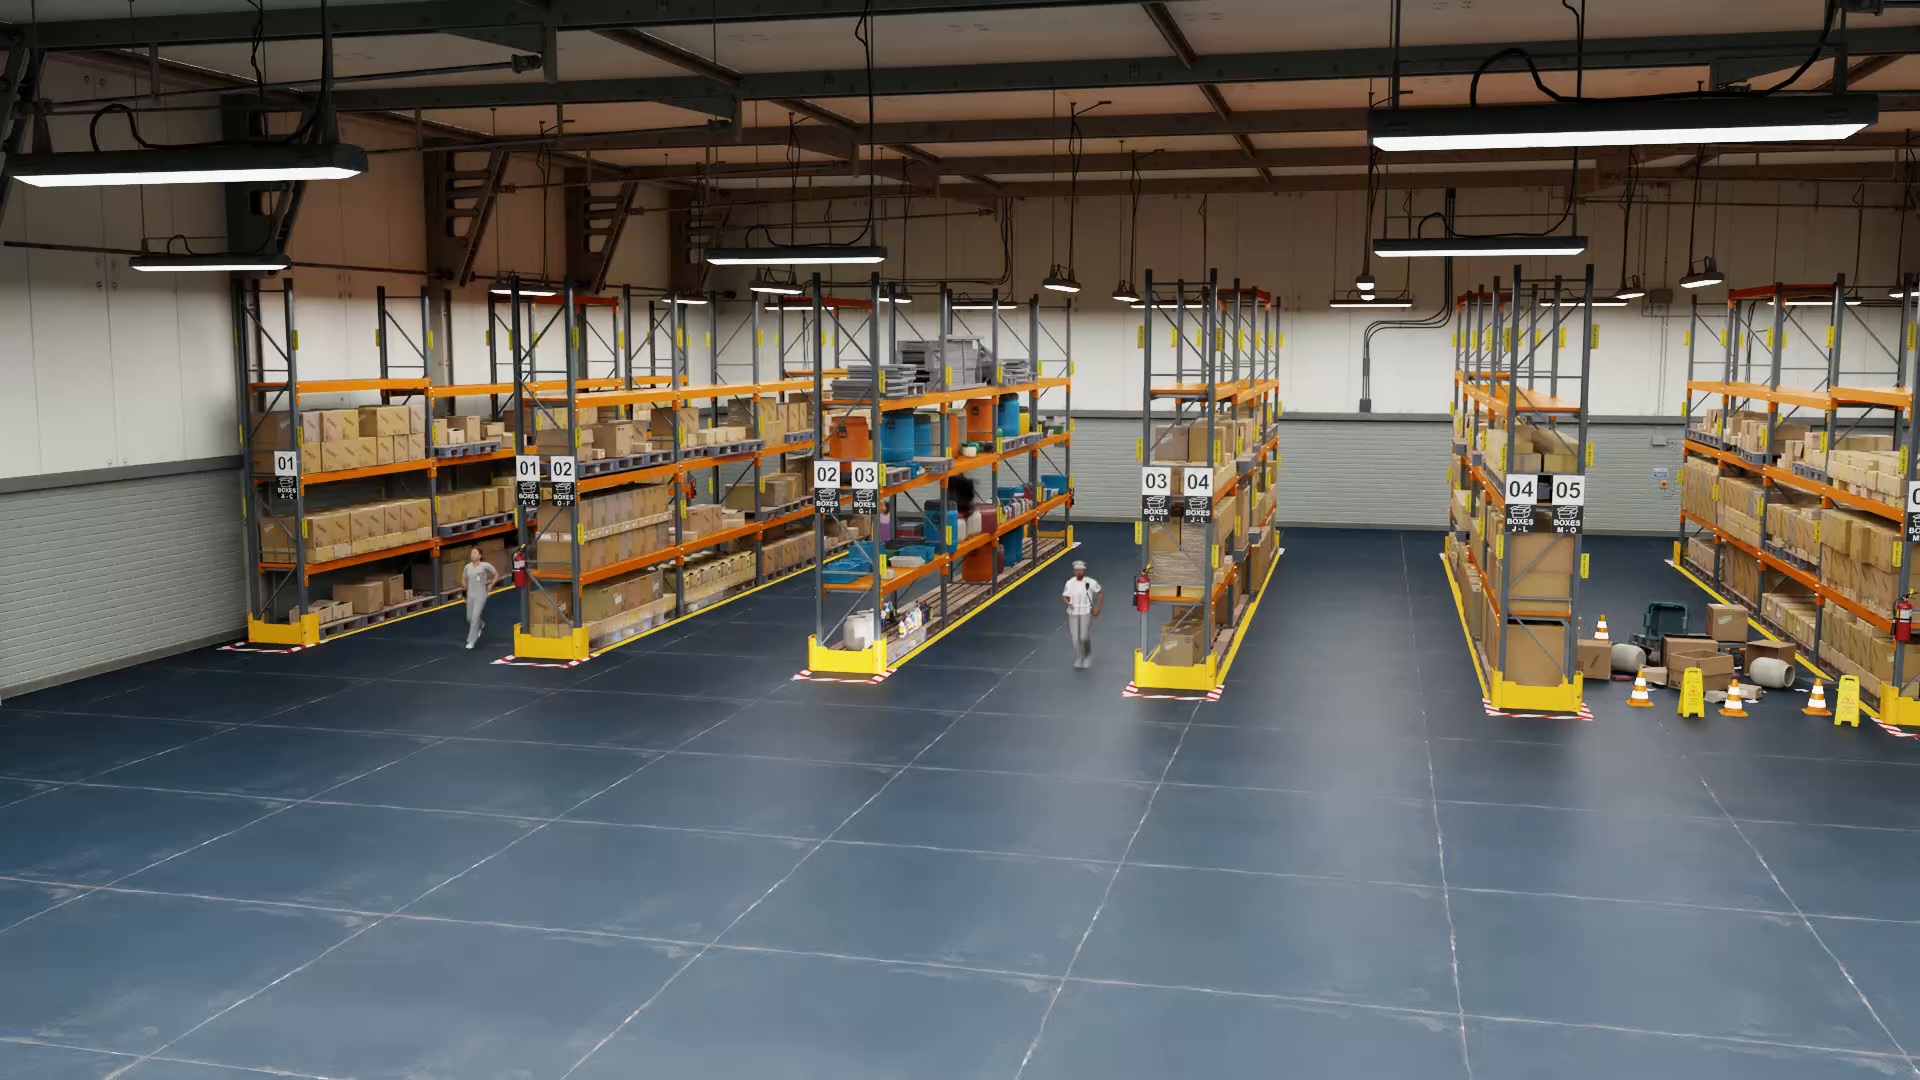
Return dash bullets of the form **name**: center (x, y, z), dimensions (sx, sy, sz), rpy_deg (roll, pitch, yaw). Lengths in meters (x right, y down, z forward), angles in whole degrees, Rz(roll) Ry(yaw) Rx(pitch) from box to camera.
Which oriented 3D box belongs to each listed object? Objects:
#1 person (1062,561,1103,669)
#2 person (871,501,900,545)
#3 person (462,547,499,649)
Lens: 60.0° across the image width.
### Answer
- **person**: center (1.850, 1.146, 25.316), dimensions (0.595, 1.677, 0.646), rpy_deg (2, 7, 13)
- **person**: center (-1.450, 0.053, 32.095), dimensions (0.537, 1.614, 0.810), rpy_deg (1, 7, 7)
- **person**: center (-7.928, 0.930, 27.266), dimensions (0.584, 1.610, 0.929), rpy_deg (1, 7, 9)
